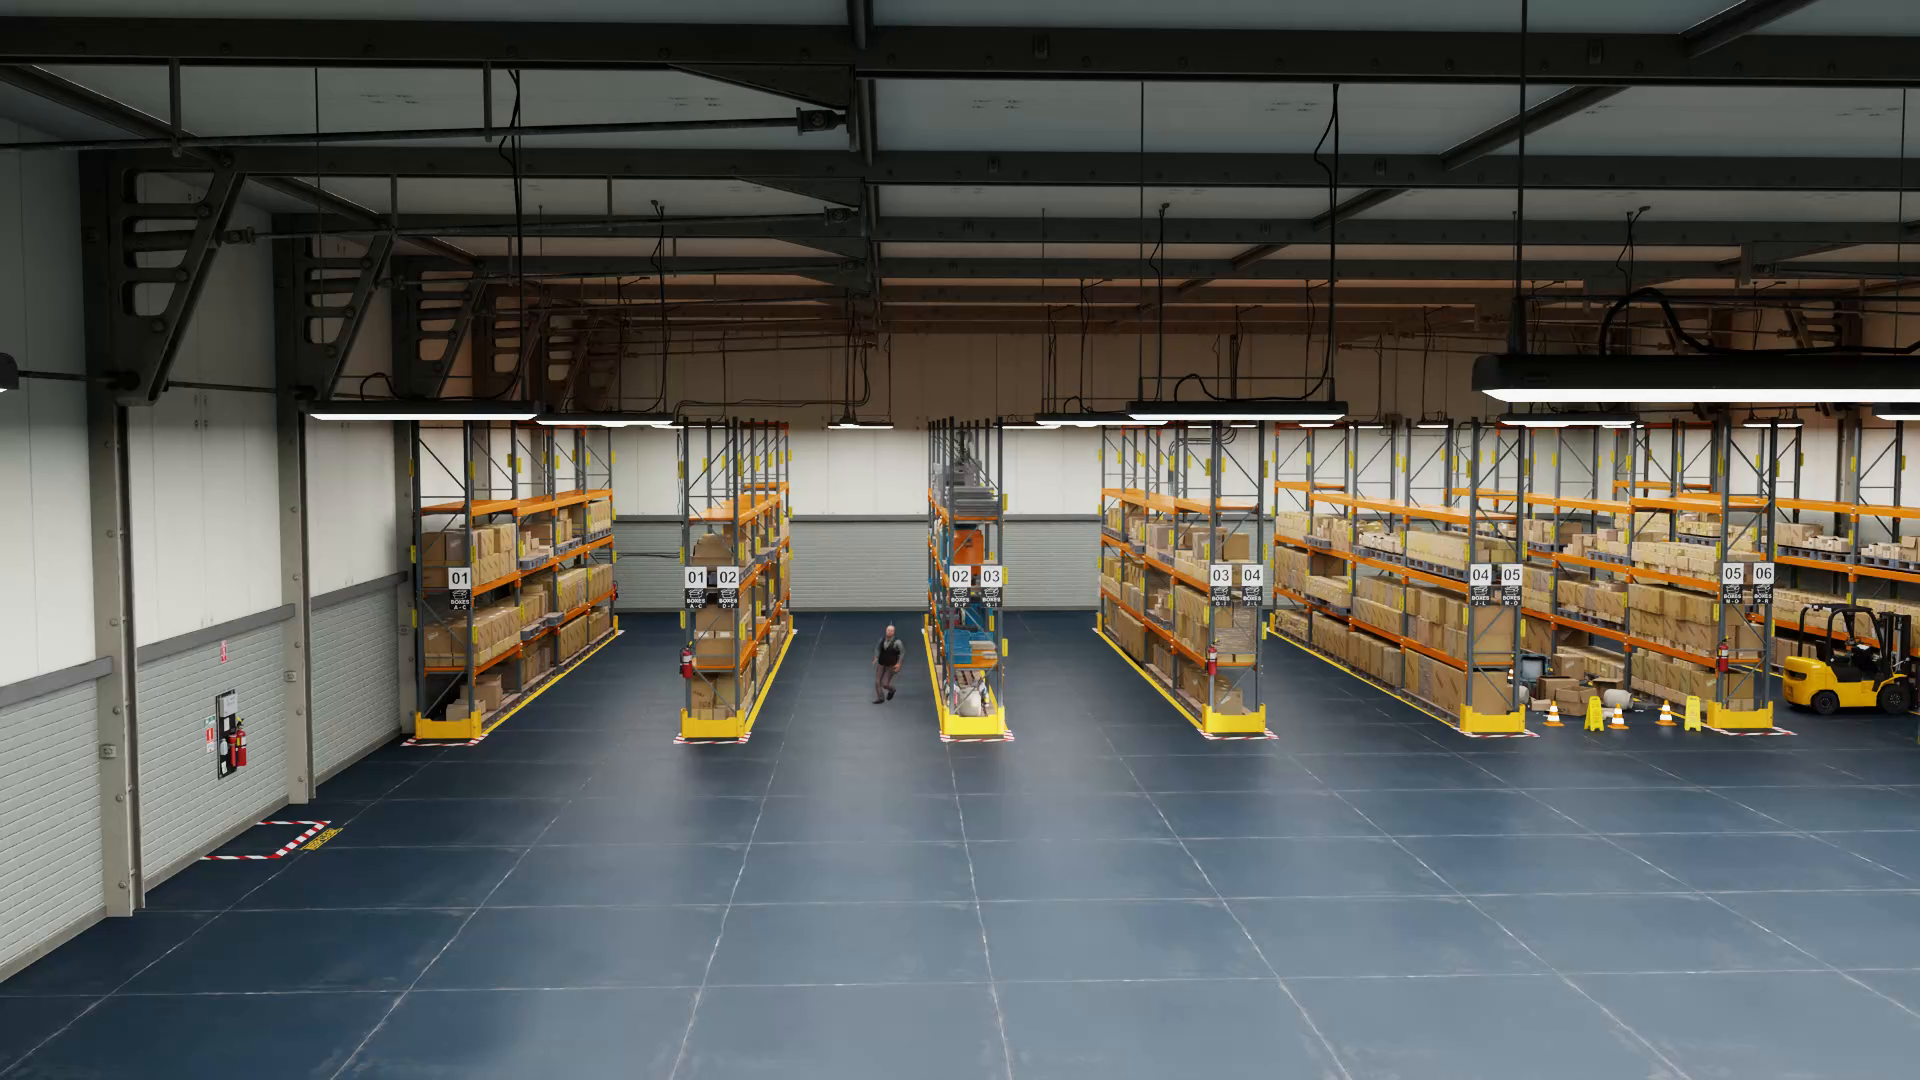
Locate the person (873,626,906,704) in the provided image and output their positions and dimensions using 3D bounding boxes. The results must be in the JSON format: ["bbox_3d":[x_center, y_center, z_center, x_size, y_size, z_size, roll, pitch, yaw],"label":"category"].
[{"bbox_3d":[-1.483,2.618,34.836,0.701,1.656,0.541,2,4,25],"label":"person"}]

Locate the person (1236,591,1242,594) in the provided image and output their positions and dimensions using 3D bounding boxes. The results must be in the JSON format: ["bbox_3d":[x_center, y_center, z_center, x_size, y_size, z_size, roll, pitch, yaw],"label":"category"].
[{"bbox_3d":[7.242,1.991,43.705,0.683,1.775,0.880,-1,4,-18],"label":"person"}]

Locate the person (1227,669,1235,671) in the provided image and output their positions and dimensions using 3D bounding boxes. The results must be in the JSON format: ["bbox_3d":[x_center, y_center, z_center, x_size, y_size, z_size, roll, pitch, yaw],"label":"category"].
[{"bbox_3d":[6.471,2.328,39.535,0.586,1.611,0.663,0,4,-1],"label":"person"}]
